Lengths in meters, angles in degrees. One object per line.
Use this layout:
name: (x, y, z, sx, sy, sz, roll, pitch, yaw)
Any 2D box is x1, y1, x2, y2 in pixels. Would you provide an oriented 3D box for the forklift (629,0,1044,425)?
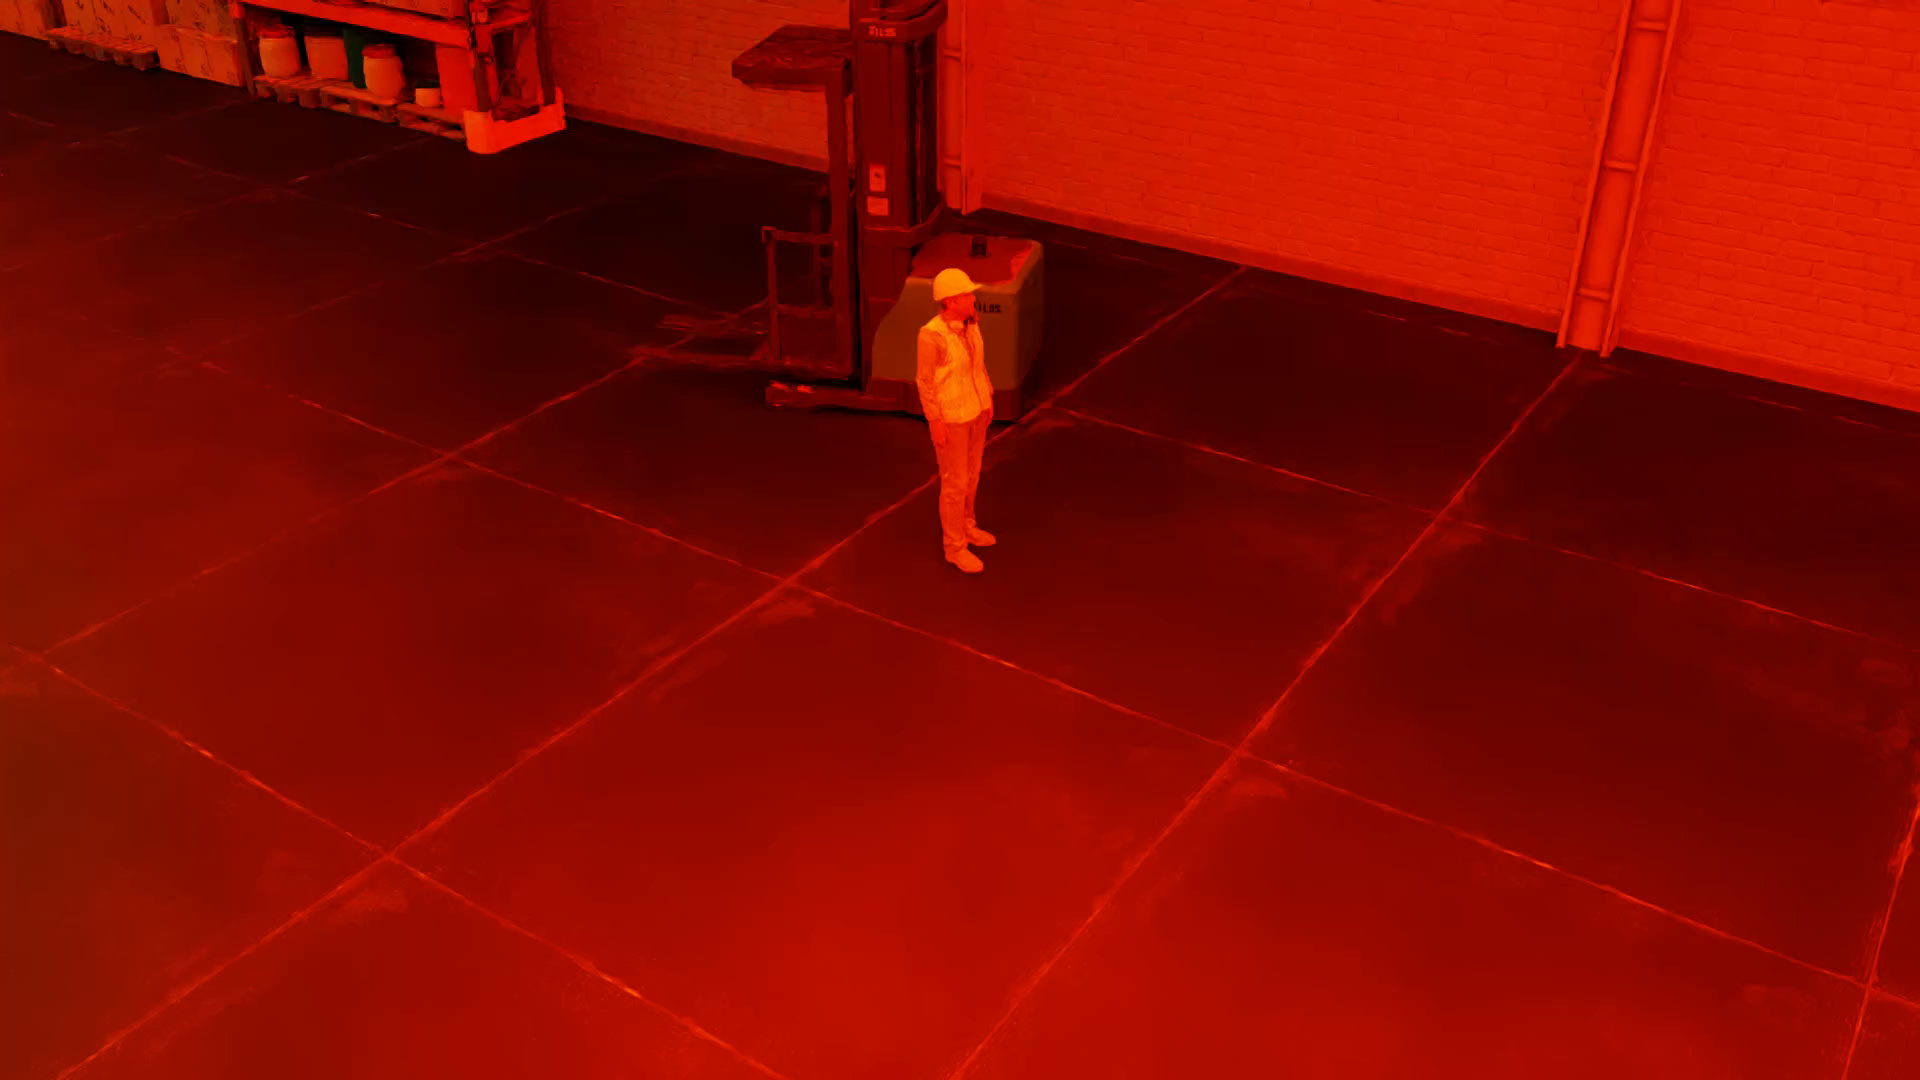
forklift: (-0.945, -2.475, 11.844, 3.031, 2.935, 1.130, 7, 31, 12)

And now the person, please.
person: (0.047, -0.753, 10.015, 0.567, 1.773, 0.632, 19, 35, 29)
